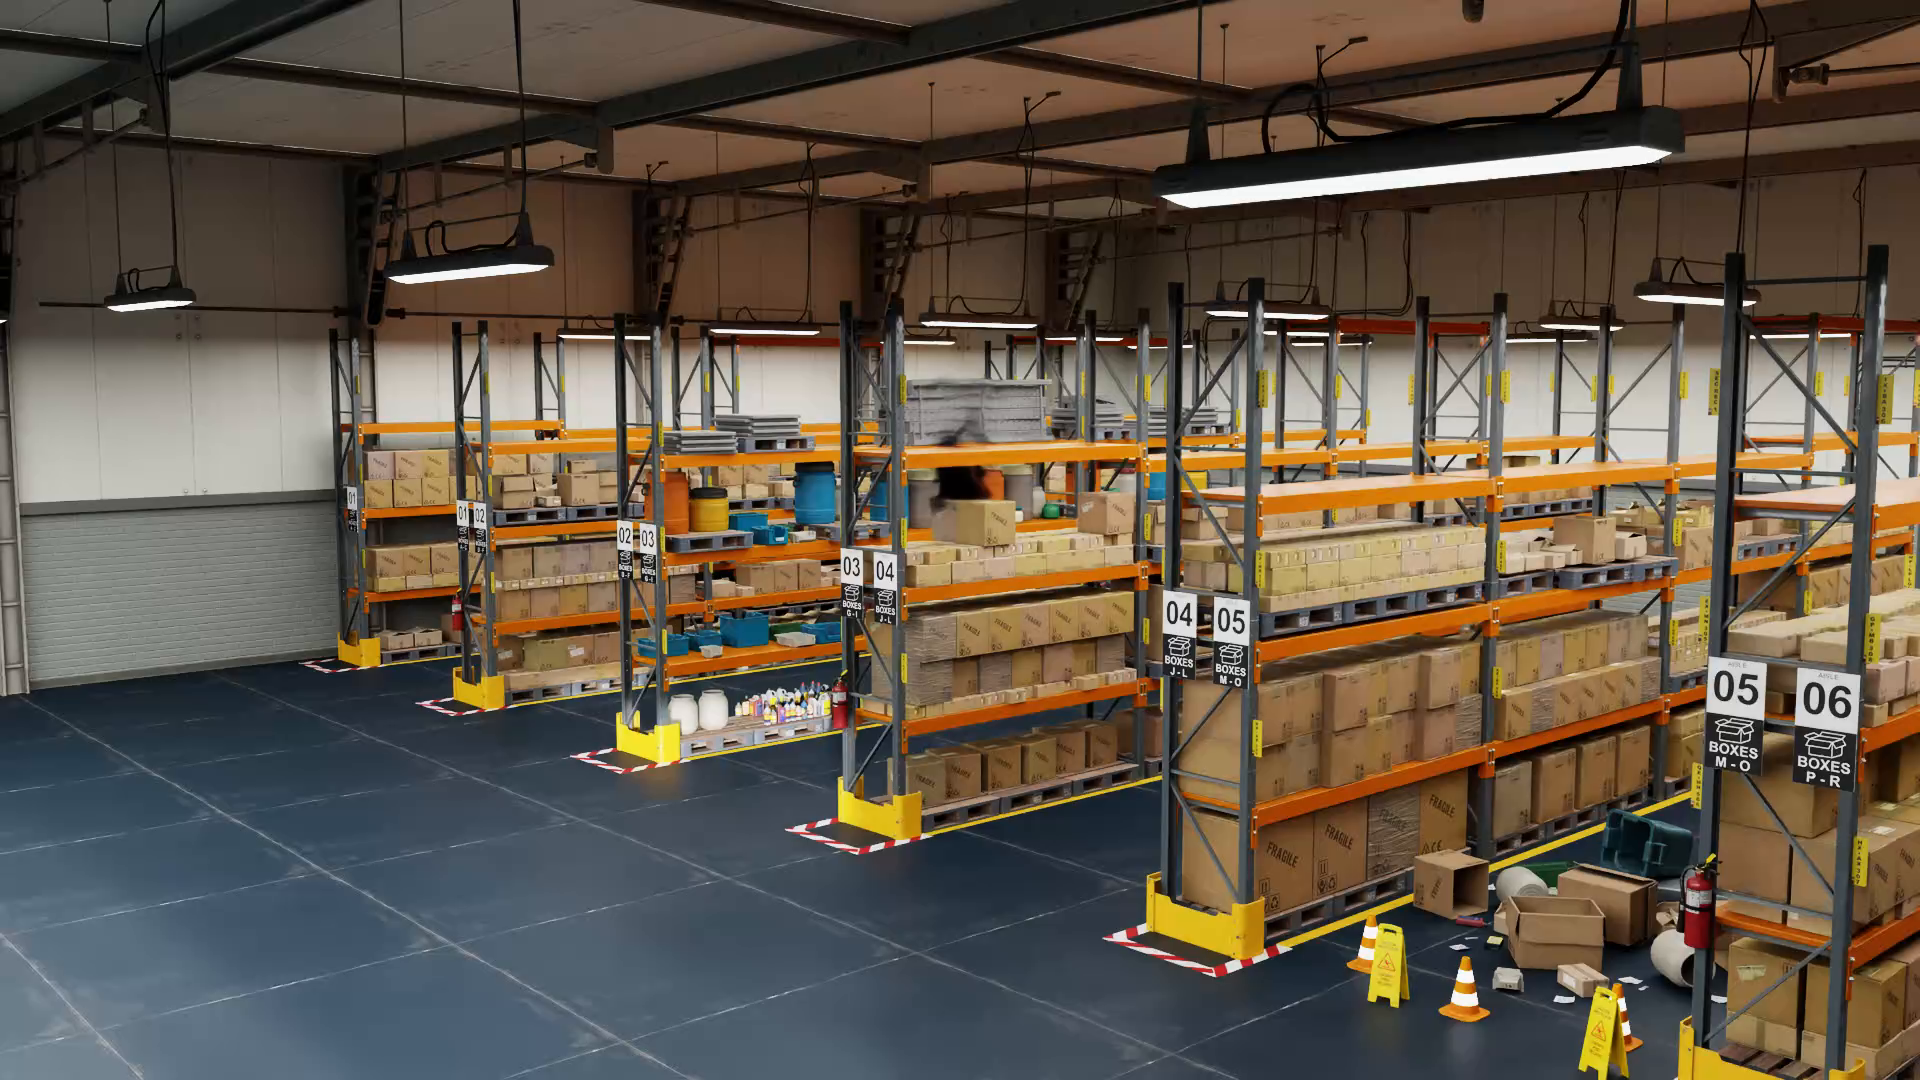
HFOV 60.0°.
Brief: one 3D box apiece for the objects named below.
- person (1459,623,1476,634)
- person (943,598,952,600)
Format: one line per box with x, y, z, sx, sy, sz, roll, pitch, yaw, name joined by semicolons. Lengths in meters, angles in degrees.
7.237;1.996;23.805;0.617;1.671;0.696;5;7;39;person
-0.205;1.422;28.713;0.856;1.831;0.652;-5;8;-44;person
